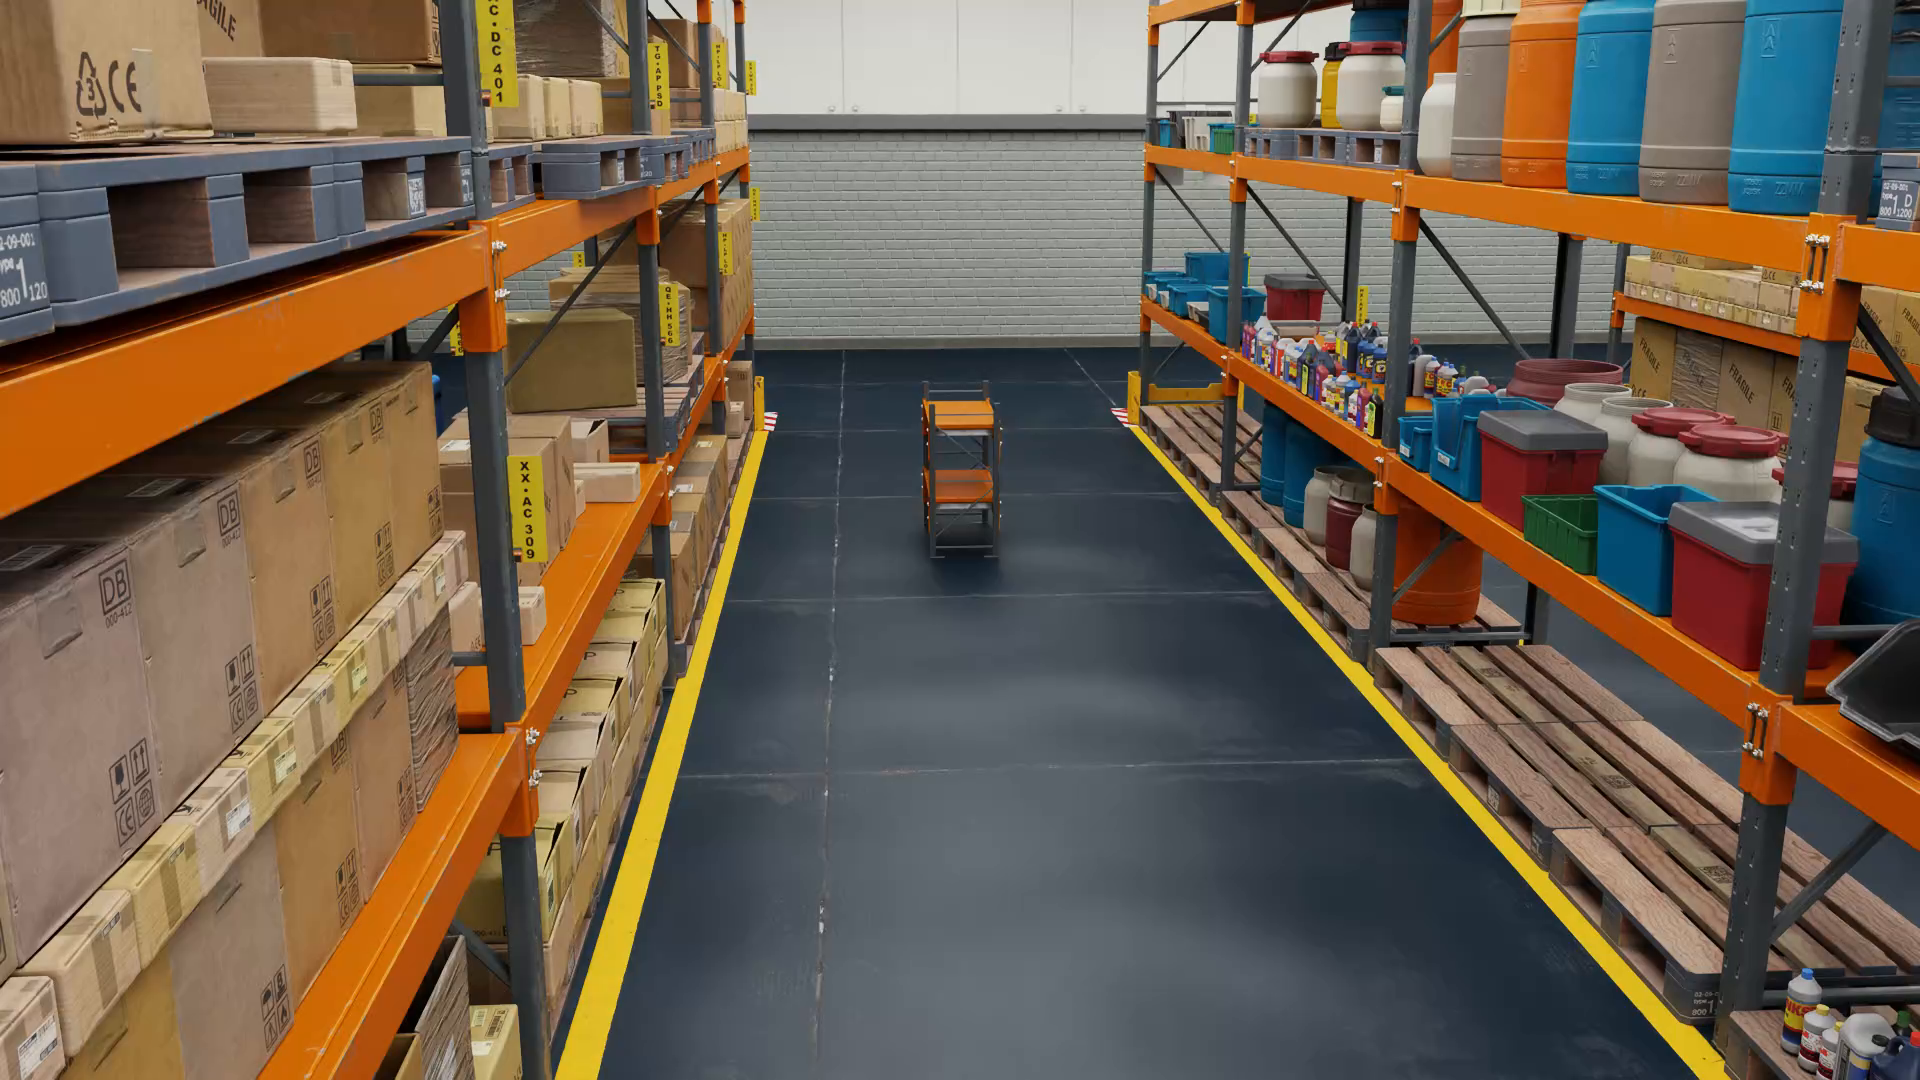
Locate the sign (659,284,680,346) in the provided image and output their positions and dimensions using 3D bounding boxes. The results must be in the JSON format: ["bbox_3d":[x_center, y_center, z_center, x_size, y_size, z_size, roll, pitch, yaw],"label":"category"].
[{"bbox_3d":[-1.539,-1.190,8.807,0.100,0.325,0.005,-1,14,-3],"label":"sign"}]

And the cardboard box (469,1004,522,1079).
[{"bbox_3d":[-1.598,1.615,4.904,0.500,0.250,0.500,-1,14,-3],"label":"cardboard box"}]

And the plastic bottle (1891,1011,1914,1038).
[{"bbox_3d":[2.835,1.566,4.988,0.061,0.283,0.133,-1,14,-3],"label":"plastic bottle"}]

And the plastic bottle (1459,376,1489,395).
[{"bbox_3d":[3.118,-0.863,10.109,0.152,0.276,0.135,-1,14,-3],"label":"plastic bottle"}]

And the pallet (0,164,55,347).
[{"bbox_3d":[-1.615,-0.216,1.505,1.003,0.211,1.213,-1,14,-3],"label":"pallet"}]

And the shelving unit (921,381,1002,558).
[{"bbox_3d":[0.000,-0.546,12.393,0.538,1.125,1.048,-1,14,-3],"label":"shelving unit"}]

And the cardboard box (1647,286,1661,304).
[{"bbox_3d":[7.025,-2.419,16.412,0.380,0.149,0.250,-1,14,-5],"label":"cardboard box"}]

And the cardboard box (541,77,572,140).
[{"bbox_3d":[-1.934,-1.819,7.013,0.500,0.250,0.500,-1,14,-5],"label":"cardboard box"}]

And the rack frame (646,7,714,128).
[{"bbox_3d":[-2.341,-4.520,12.034,1.000,3.000,0.127,-1,14,-3],"label":"rack frame"}]

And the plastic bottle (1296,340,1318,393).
[{"bbox_3d":[2.342,-1.169,11.149,0.144,0.351,0.185,-1,14,-3],"label":"plastic bottle"}]

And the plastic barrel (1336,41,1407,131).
[{"bbox_3d":[2.591,-2.856,10.470,0.433,0.535,0.433,0,14,0],"label":"plastic barrel"}]

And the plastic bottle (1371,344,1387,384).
[{"bbox_3d":[2.904,-1.221,11.509,0.097,0.271,0.097,0,14,0],"label":"plastic bottle"}]

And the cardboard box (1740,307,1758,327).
[{"bbox_3d":[7.137,-1.972,14.674,0.380,0.149,0.250,-1,14,-2],"label":"cardboard box"}]

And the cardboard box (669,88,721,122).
[{"bbox_3d":[-2.123,-3.361,12.849,0.500,0.250,0.500,-1,14,-3],"label":"cardboard box"}]

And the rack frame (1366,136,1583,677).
[{"bbox_3d":[2.851,-0.695,9.209,1.000,3.000,0.127,-1,14,-3],"label":"rack frame"}]

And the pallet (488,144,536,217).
[{"bbox_3d":[-1.913,-1.204,5.551,0.805,0.209,1.217,-1,15,-6],"label":"pallet"}]

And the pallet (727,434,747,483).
[{"bbox_3d":[-2.461,-0.739,14.975,1.003,0.211,1.213,-1,14,-3],"label":"pallet"}]

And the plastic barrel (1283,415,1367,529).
[{"bbox_3d":[2.664,-0.566,12.073,0.600,0.901,0.708,-1,14,-3],"label":"plastic barrel"}]

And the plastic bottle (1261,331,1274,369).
[{"bbox_3d":[2.254,-1.386,12.154,0.097,0.271,0.097,0,14,0],"label":"plastic bottle"}]

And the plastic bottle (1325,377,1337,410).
[{"bbox_3d":[2.361,-0.925,10.499,0.097,0.201,0.097,0,14,0],"label":"plastic bottle"}]

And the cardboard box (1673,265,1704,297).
[{"bbox_3d":[7.126,-2.455,15.752,0.500,0.250,0.500,-1,14,-5],"label":"cardboard box"}]

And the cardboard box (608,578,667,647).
[{"bbox_3d":[-1.815,0.363,8.644,0.500,0.311,0.500,-1,14,-2],"label":"cardboard box"}]

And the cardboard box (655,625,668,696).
[{"bbox_3d":[-1.817,0.636,8.712,0.500,0.250,0.500,-1,14,-2],"label":"cardboard box"}]

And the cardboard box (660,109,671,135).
[{"bbox_3d":[-2.217,-2.485,9.944,0.910,0.500,0.500,-1,14,-3],"label":"cardboard box"}]

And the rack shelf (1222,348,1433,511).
[{"bbox_3d":[2.727,-0.844,11.232,1.077,0.370,4.000,-1,14,-3],"label":"rack shelf"}]

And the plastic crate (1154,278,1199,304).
[{"bbox_3d":[2.083,-2.403,16.060,0.416,0.233,0.300,-1,14,-3],"label":"plastic crate"}]

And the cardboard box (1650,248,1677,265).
[{"bbox_3d":[7.090,-2.948,16.164,0.500,0.500,0.500,-1,14,-5],"label":"cardboard box"}]

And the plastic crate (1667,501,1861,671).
[{"bbox_3d":[2.764,0.153,5.784,0.402,0.464,0.583,-1,14,-3],"label":"plastic crate"}]

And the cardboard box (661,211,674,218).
[{"bbox_3d":[-2.696,-2.522,14.100,0.500,0.500,0.500,-1,14,-3],"label":"cardboard box"}]

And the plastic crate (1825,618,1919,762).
[{"bbox_3d":[3.005,0.462,4.837,0.767,0.338,0.504,-1,14,-3],"label":"plastic crate"}]

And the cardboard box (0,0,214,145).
[{"bbox_3d":[-1.427,-0.820,2.348,0.500,0.500,0.500,-1,14,-3],"label":"cardboard box"}]

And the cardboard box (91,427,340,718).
[{"bbox_3d":[-1.748,0.059,3.474,0.700,0.500,0.500,-1,14,-3],"label":"cardboard box"}]

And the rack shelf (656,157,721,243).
[{"bbox_3d":[-2.217,-2.221,10.564,1.077,0.370,4.000,-1,14,-3],"label":"rack shelf"}]

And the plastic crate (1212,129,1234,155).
[{"bbox_3d":[2.275,-3.141,13.119,0.450,0.188,0.662,-1,14,-3],"label":"plastic crate"}]

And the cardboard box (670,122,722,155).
[{"bbox_3d":[-2.124,-3.119,12.911,0.500,0.250,0.500,-1,14,-3],"label":"cardboard box"}]

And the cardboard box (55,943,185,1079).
[{"bbox_3d":[-1.676,0.951,2.610,0.700,0.500,0.500,-1,14,-3],"label":"cardboard box"}]

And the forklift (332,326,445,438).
[{"bbox_3d":[-4.580,-1.353,11.903,1.130,2.935,3.031,-1,14,-5],"label":"forklift"}]

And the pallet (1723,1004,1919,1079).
[{"bbox_3d":[3.099,1.818,5.038,1.003,0.211,1.213,-1,14,-3],"label":"pallet"}]

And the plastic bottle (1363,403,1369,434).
[{"bbox_3d":[2.411,-0.722,9.712,0.097,0.201,0.097,0,14,0],"label":"plastic bottle"}]

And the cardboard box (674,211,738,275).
[{"bbox_3d":[-2.153,-2.525,14.113,0.500,0.500,0.500,-1,14,-5],"label":"cardboard box"}]

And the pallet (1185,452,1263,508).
[{"bbox_3d":[2.519,-0.522,14.131,1.003,0.211,1.213,-1,14,-3],"label":"pallet"}]

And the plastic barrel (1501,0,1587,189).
[{"bbox_3d":[2.726,-1.986,7.343,0.600,0.830,0.708,-1,14,-3],"label":"plastic barrel"}]

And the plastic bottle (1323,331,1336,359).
[{"bbox_3d":[2.827,-1.494,12.713,0.097,0.201,0.097,0,14,0],"label":"plastic bottle"}]

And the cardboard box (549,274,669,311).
[{"bbox_3d":[-2.429,-1.575,11.585,0.700,0.500,0.500,1,14,5],"label":"cardboard box"}]

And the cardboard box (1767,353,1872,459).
[{"bbox_3d":[7.586,-1.106,14.228,0.875,0.875,0.875,-1,14,-3],"label":"cardboard box"}]

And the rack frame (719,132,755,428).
[{"bbox_3d":[-2.588,-2.609,16.648,1.000,3.000,0.127,-1,14,-3],"label":"rack frame"}]

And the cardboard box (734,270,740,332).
[{"bbox_3d":[-2.164,-2.046,14.257,0.500,0.500,0.500,-1,14,-4],"label":"cardboard box"}]

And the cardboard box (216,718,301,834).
[{"bbox_3d":[-1.518,0.459,3.222,0.380,0.149,0.250,0,14,-2],"label":"cardboard box"}]

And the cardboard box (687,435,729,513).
[{"bbox_3d":[-2.024,-0.499,12.578,0.500,0.500,0.500,-1,14,-4],"label":"cardboard box"}]

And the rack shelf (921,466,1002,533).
[{"bbox_3d":[0.000,-0.310,12.454,0.538,0.278,1.000,-1,14,-3],"label":"rack shelf"}]

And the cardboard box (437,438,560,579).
[{"bbox_3d":[-1.940,-0.120,6.773,0.500,0.500,0.500,-1,14,-3],"label":"cardboard box"}]

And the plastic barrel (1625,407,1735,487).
[{"bbox_3d":[3.186,-0.298,7.391,0.433,0.535,0.433,0,14,0],"label":"plastic barrel"}]

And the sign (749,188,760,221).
[{"bbox_3d":[-2.033,-3.327,16.478,0.100,0.325,0.005,-1,14,-3],"label":"sign"}]

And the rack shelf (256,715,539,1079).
[{"bbox_3d":[-1.721,1.221,3.205,1.077,0.370,4.000,-1,14,-3],"label":"rack shelf"}]

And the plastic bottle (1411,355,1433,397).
[{"bbox_3d":[3.061,-1.093,11.002,0.152,0.276,0.135,-1,14,-3],"label":"plastic bottle"}]
